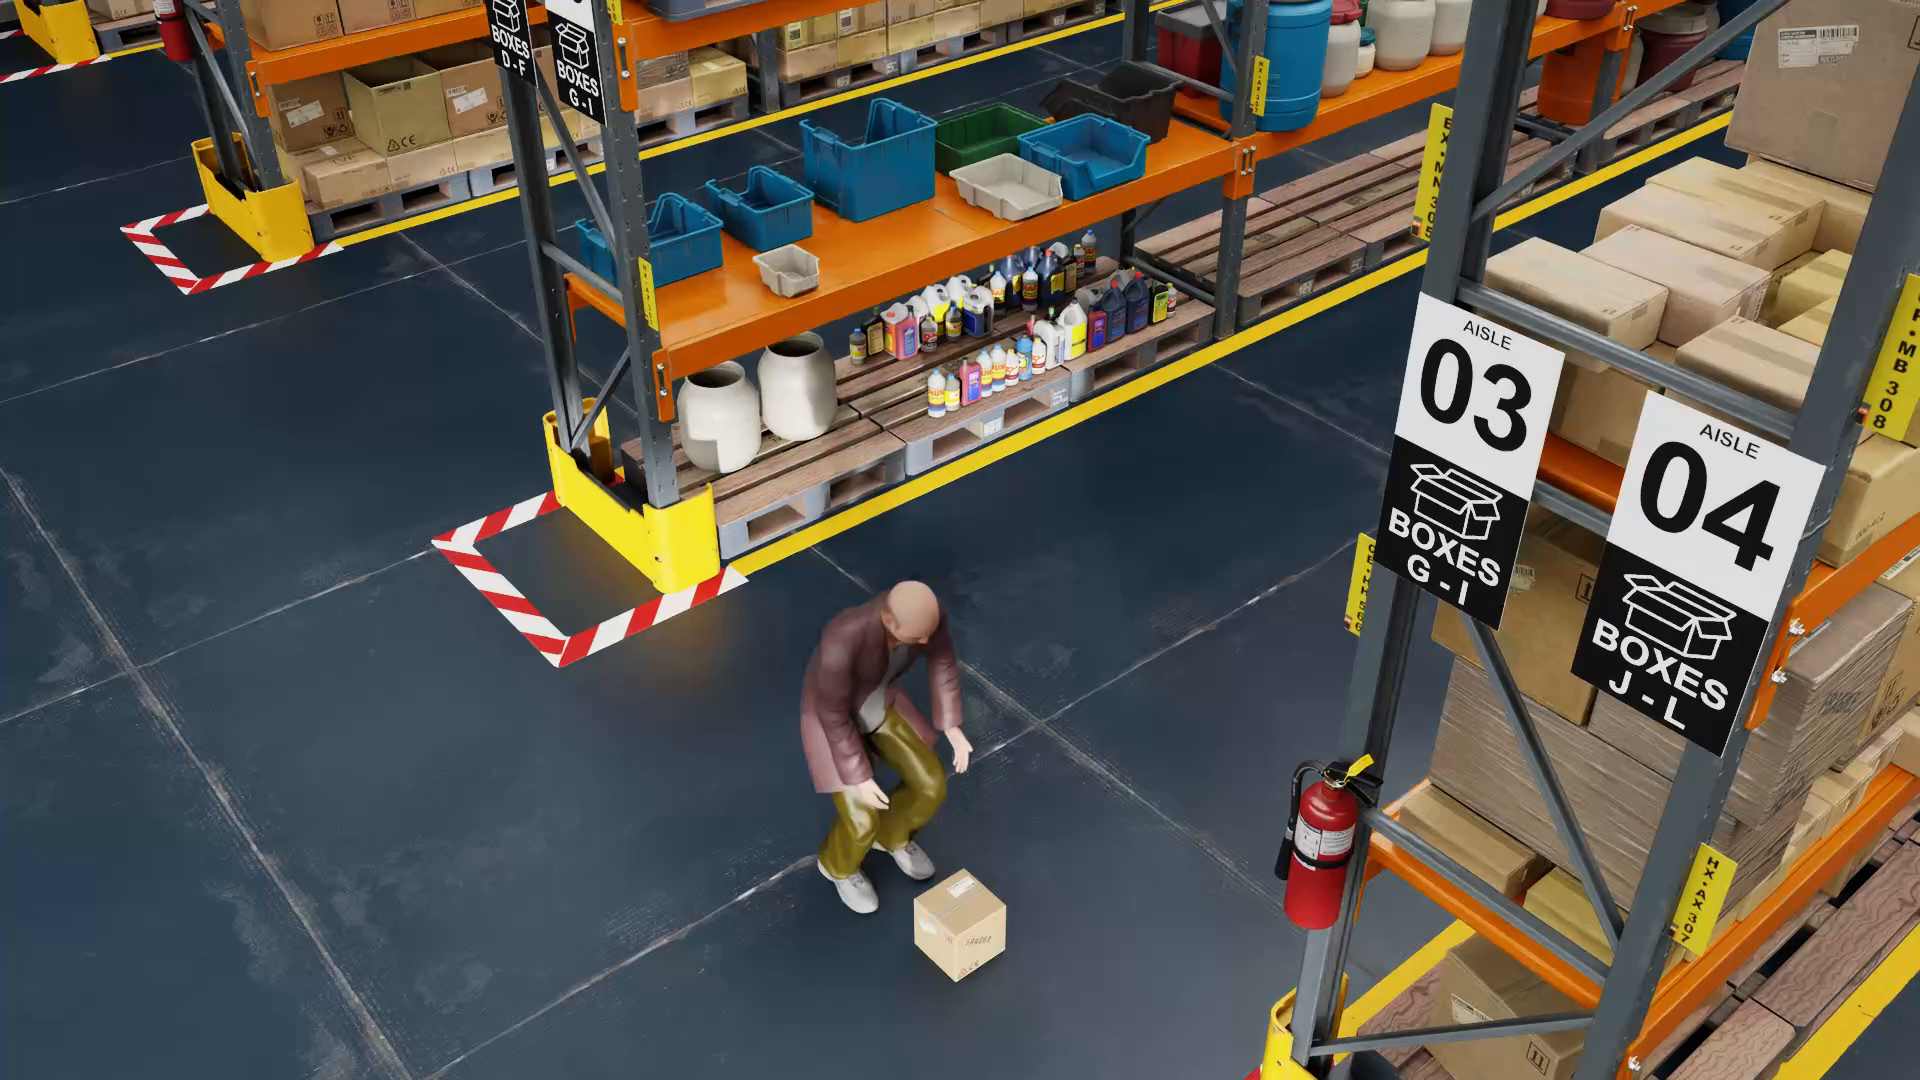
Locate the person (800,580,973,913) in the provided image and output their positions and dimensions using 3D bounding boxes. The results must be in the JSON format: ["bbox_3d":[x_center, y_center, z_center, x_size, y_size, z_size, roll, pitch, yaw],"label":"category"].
[{"bbox_3d":[-0.300,0.707,6.295,0.626,1.557,0.613,-26,43,-31],"label":"person"}]
